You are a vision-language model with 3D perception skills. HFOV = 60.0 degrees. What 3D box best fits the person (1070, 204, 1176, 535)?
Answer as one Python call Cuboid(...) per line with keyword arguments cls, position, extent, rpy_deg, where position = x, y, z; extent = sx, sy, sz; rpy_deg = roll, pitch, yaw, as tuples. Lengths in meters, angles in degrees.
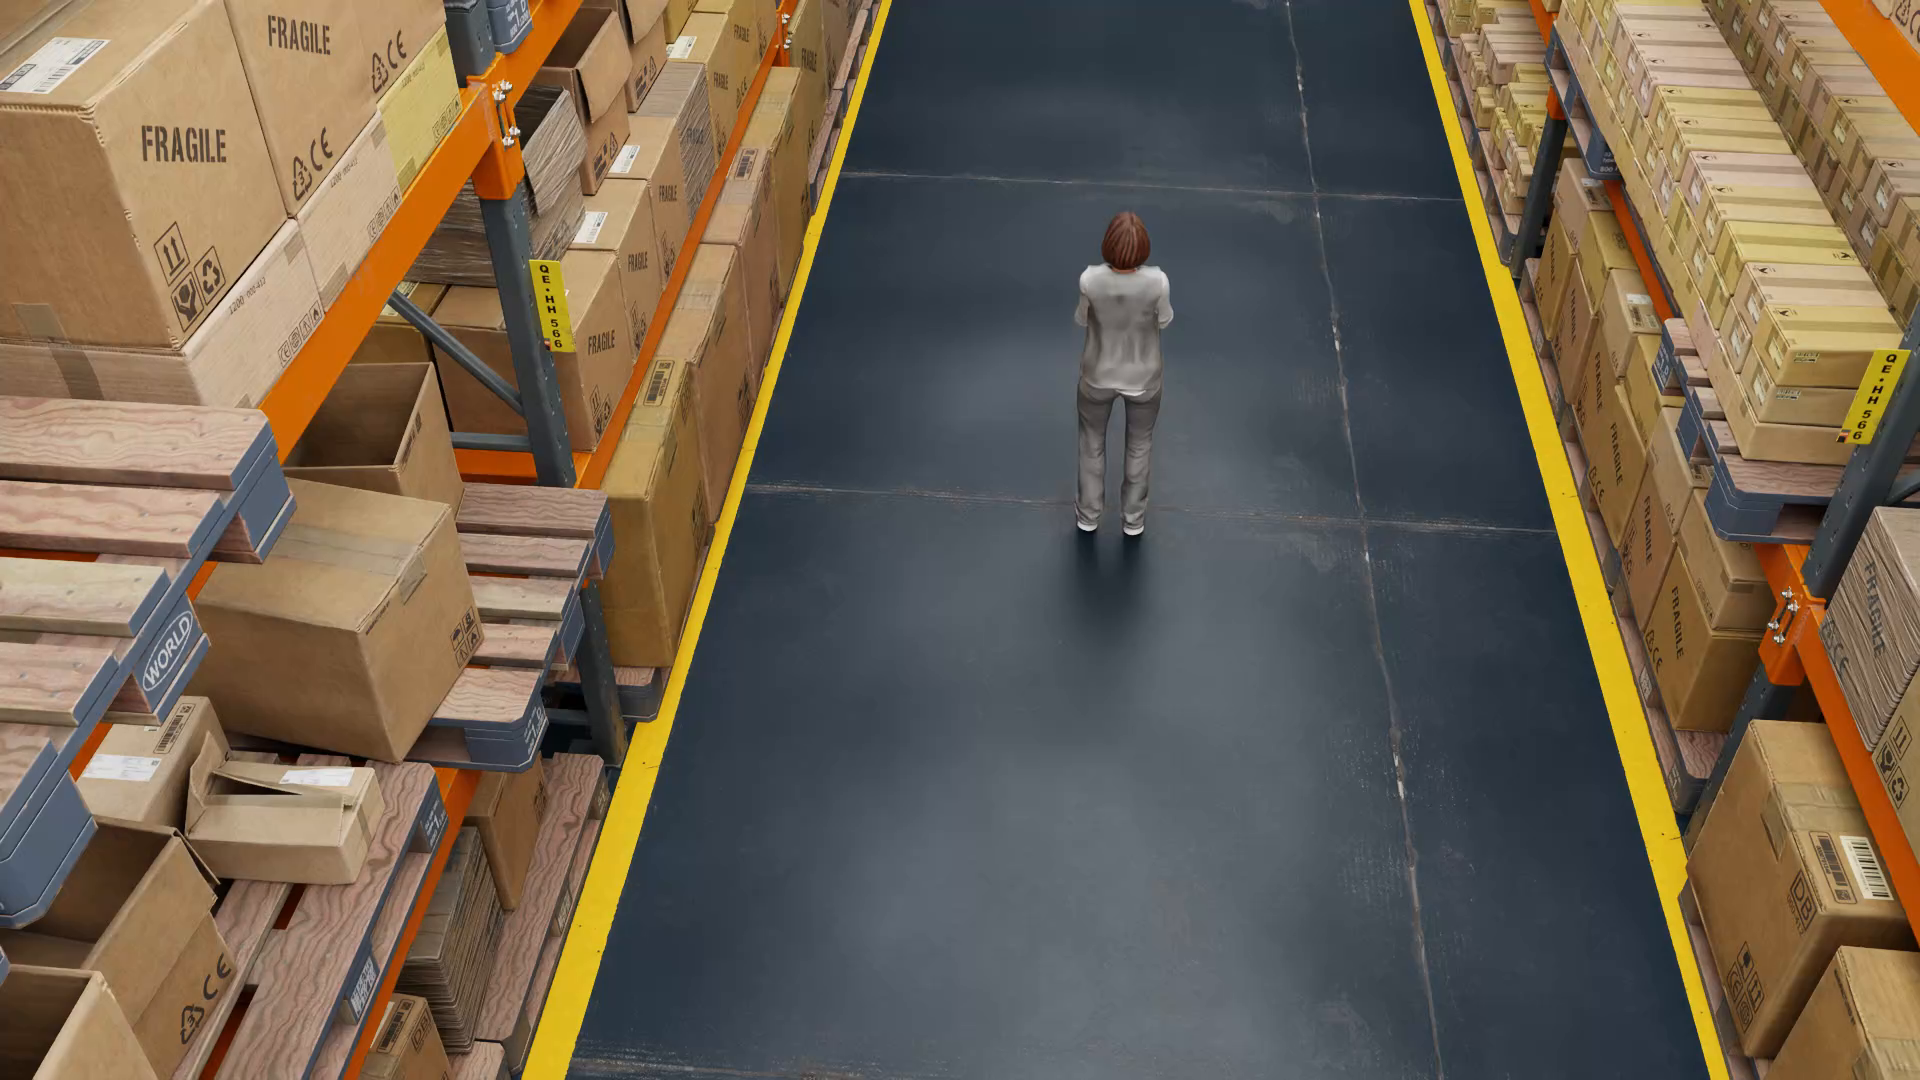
Cuboid(cls="person", position=(0.674, -0.740, 7.021), extent=(0.435, 1.600, 0.479), rpy_deg=(3, 41, 4))
